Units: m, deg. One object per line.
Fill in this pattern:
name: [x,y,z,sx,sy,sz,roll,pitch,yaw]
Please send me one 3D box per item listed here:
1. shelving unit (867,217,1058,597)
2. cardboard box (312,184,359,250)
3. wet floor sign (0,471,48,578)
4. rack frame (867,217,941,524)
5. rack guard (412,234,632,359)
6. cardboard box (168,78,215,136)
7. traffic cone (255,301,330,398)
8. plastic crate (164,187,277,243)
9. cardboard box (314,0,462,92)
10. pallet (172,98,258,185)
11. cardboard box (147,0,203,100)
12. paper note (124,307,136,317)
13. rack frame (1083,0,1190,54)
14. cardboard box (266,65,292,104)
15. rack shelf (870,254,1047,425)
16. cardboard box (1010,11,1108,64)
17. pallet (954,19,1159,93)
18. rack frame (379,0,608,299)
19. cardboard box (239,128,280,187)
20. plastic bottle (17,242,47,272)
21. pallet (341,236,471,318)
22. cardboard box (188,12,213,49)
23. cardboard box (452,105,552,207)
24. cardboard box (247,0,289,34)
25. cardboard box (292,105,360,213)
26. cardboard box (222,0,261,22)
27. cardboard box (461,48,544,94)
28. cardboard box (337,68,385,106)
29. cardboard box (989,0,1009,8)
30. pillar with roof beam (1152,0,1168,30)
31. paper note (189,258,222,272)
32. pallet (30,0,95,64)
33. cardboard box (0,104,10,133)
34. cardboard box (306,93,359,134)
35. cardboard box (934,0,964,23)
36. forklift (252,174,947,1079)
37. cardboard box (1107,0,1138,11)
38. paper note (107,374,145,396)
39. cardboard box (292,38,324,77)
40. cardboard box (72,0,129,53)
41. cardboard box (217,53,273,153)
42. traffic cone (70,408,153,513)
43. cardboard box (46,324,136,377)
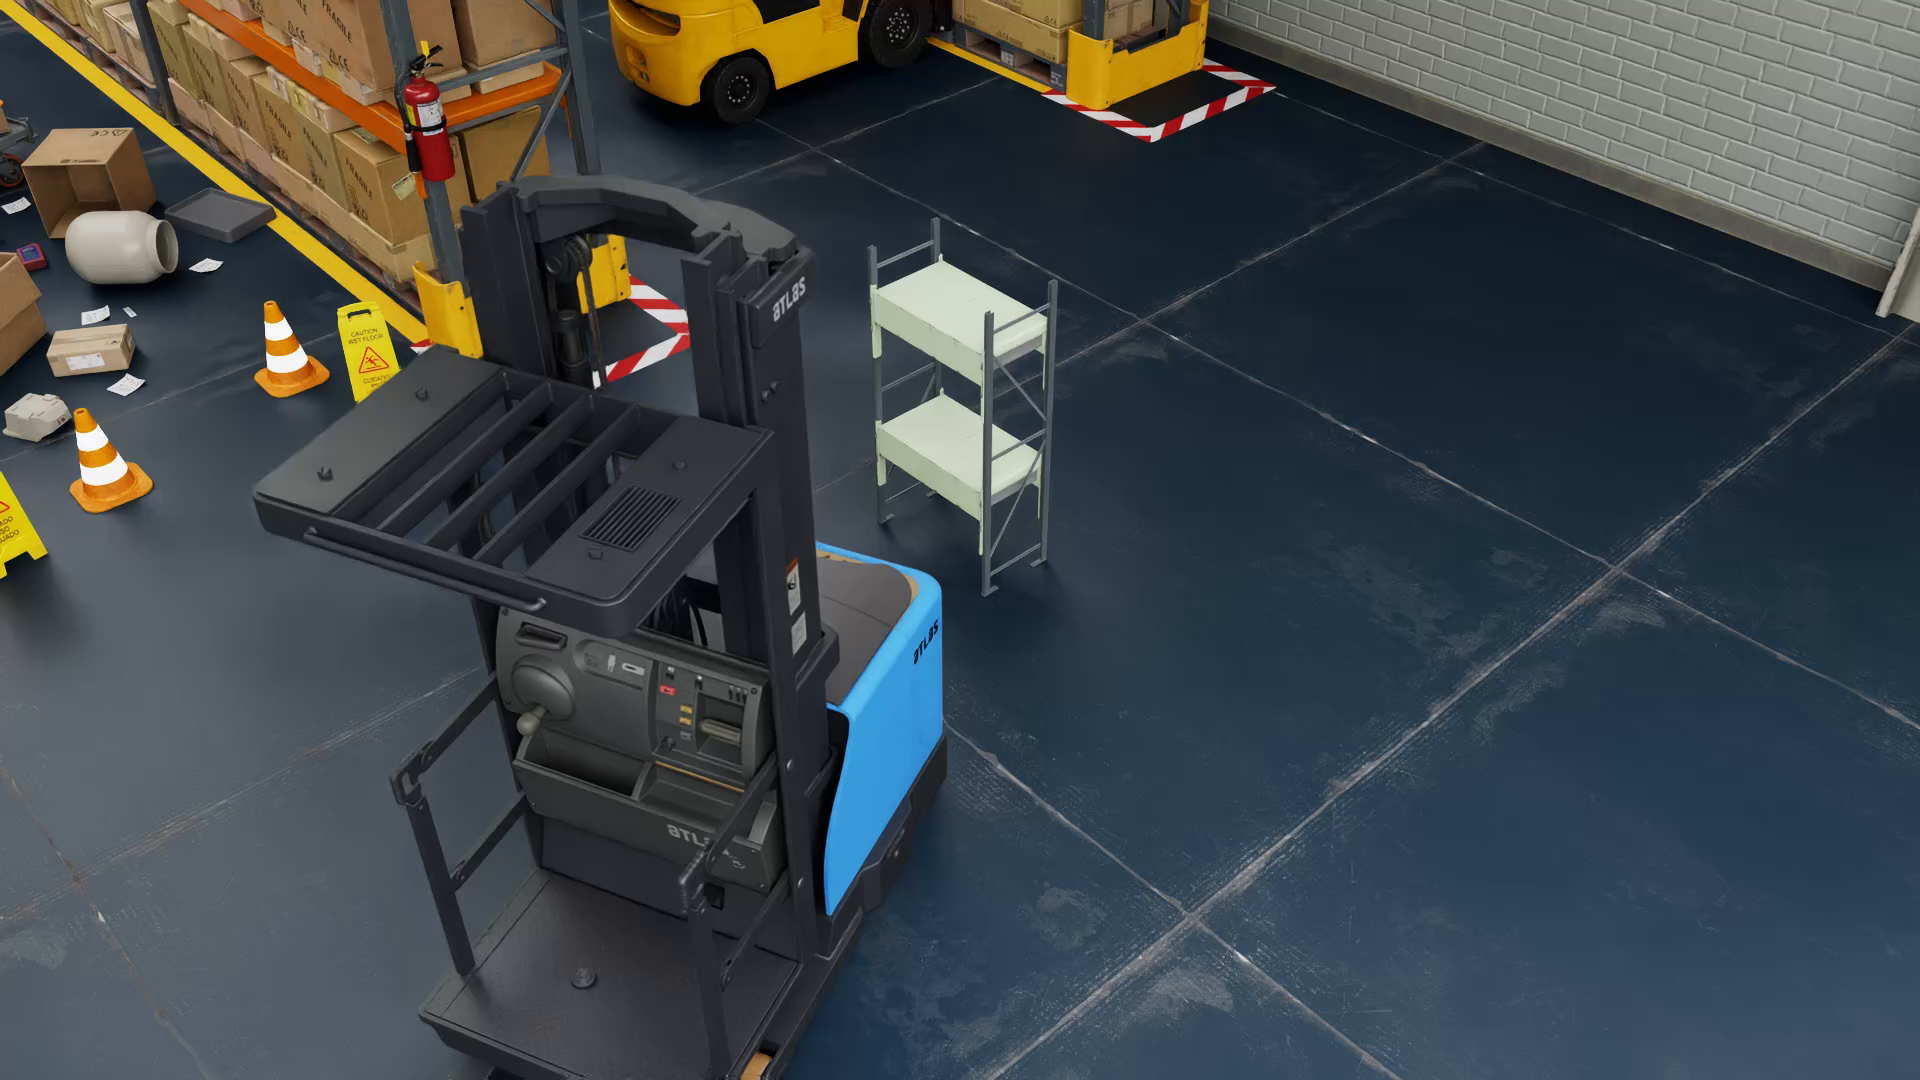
shelving unit: [0.005,-0.580,7.483,0.431,1.500,0.755,-30,48,-32]
cardboard box: [-3.483,-2.000,9.901,0.500,0.250,0.500,-30,48,-32]
wet floor sign: [-4.493,-0.165,7.649,0.232,0.644,0.267,26,45,28]
rack frame: [-0.243,-0.750,7.693,0.400,1.500,0.023,-30,48,-32]
rack guard: [-2.445,-1.466,9.375,1.175,0.500,0.348,-30,48,-32]
cardboard box: [-4.898,-2.960,11.090,0.500,0.250,0.500,32,49,33]
traffic cone: [-3.634,-1.067,8.911,0.336,0.463,0.334,-30,48,-32]
plastic crate: [-4.641,-2.043,10.424,0.583,0.080,0.402,18,42,21]
cardboard box: [-2.963,-2.692,8.587,0.500,0.500,0.500,-31,48,-32]
pallet: [-4.618,-2.874,11.348,1.003,0.211,1.213,-30,48,-32]
cardboard box: [-4.898,-3.252,10.854,0.500,0.500,0.500,-28,46,-30]
paper note: [-4.781,-1.313,9.576,0.032,0.001,0.123,-30,48,-32]
rack frame: [1.260,-4.514,11.160,1.000,3.000,0.127,-30,48,-32]
cardboard box: [-3.770,-2.683,9.633,0.380,0.149,0.250,-28,47,-30]
rack shelf: [0.005,-0.884,7.238,0.431,0.370,0.720,-30,48,-32]
cardboard box: [0.710,-3.691,11.995,0.500,0.250,0.500,-30,47,-31]
pallet: [0.712,-3.766,12.452,1.003,0.211,1.213,-30,48,-32]
rack frame: [-2.393,-2.403,8.546,1.000,3.000,0.127,-30,48,-32]
cardboard box: [-4.168,-2.474,10.487,0.500,0.250,0.500,-31,48,-32]
plastic bottle: [-5.607,-1.717,10.035,0.133,0.061,0.283,-22,44,-25]
pallet: [-2.968,-1.745,9.950,1.003,0.211,1.213,-30,48,-32]
cardboard box: [-4.509,-3.184,10.254,0.380,0.149,0.250,-28,47,-30]
cardboard box: [-2.752,-2.290,9.663,0.500,0.500,0.500,-32,49,-33]
cardboard box: [-3.634,-3.159,9.165,0.500,0.500,0.500,-30,48,-32]
cardboard box: [-3.483,-2.289,9.662,0.500,0.500,0.500,-28,47,-30]
cardboard box: [-4.073,-3.174,9.700,0.380,0.149,0.250,-30,48,-32]
cardboard box: [-2.471,-2.551,8.929,0.380,0.149,0.250,-30,48,-32]
cardboard box: [-3.057,-2.458,8.813,0.380,0.149,0.250,-31,48,-32]
cardboard box: [0.370,-4.131,12.142,0.500,0.250,0.500,-30,48,-32]
pillar with roof beam: [-1.718,-5.724,7.883,9.100,9.000,0.400,-30,48,-32]
paper note: [-4.521,-1.650,9.977,0.148,0.019,0.142,18,42,21]
pallet: [-6.456,-4.094,12.859,1.003,0.211,1.213,-30,48,-32]
cardboard box: [-6.389,-2.806,10.432,0.500,0.500,0.500,-30,48,-32]
cardboard box: [-3.425,-2.442,9.335,0.380,0.149,0.250,-29,47,-31]
cardboard box: [0.049,-4.161,12.576,0.500,0.250,0.500,-29,47,-31]
forklift: [-1.104,0.554,4.939,1.130,2.935,3.031,15,41,18]
cardboard box: [1.095,-4.108,12.113,0.500,0.250,0.500,-29,47,-31]
paper note: [-4.499,-0.840,8.973,0.142,0.019,0.148,18,42,21]
cardboard box: [-3.411,-2.692,9.103,0.380,0.149,0.250,-29,47,-31]
cardboard box: [-5.944,-3.968,12.241,0.950,0.372,0.625,-27,46,-29]
cardboard box: [-4.178,-2.769,10.256,0.500,0.500,0.500,-27,46,-30]
traffic cone: [-4.222,-0.438,8.132,0.336,0.463,0.334,-30,48,-32]
cardboard box: [-4.767,-1.042,9.130,0.380,0.149,0.250,-8,40,-10]
